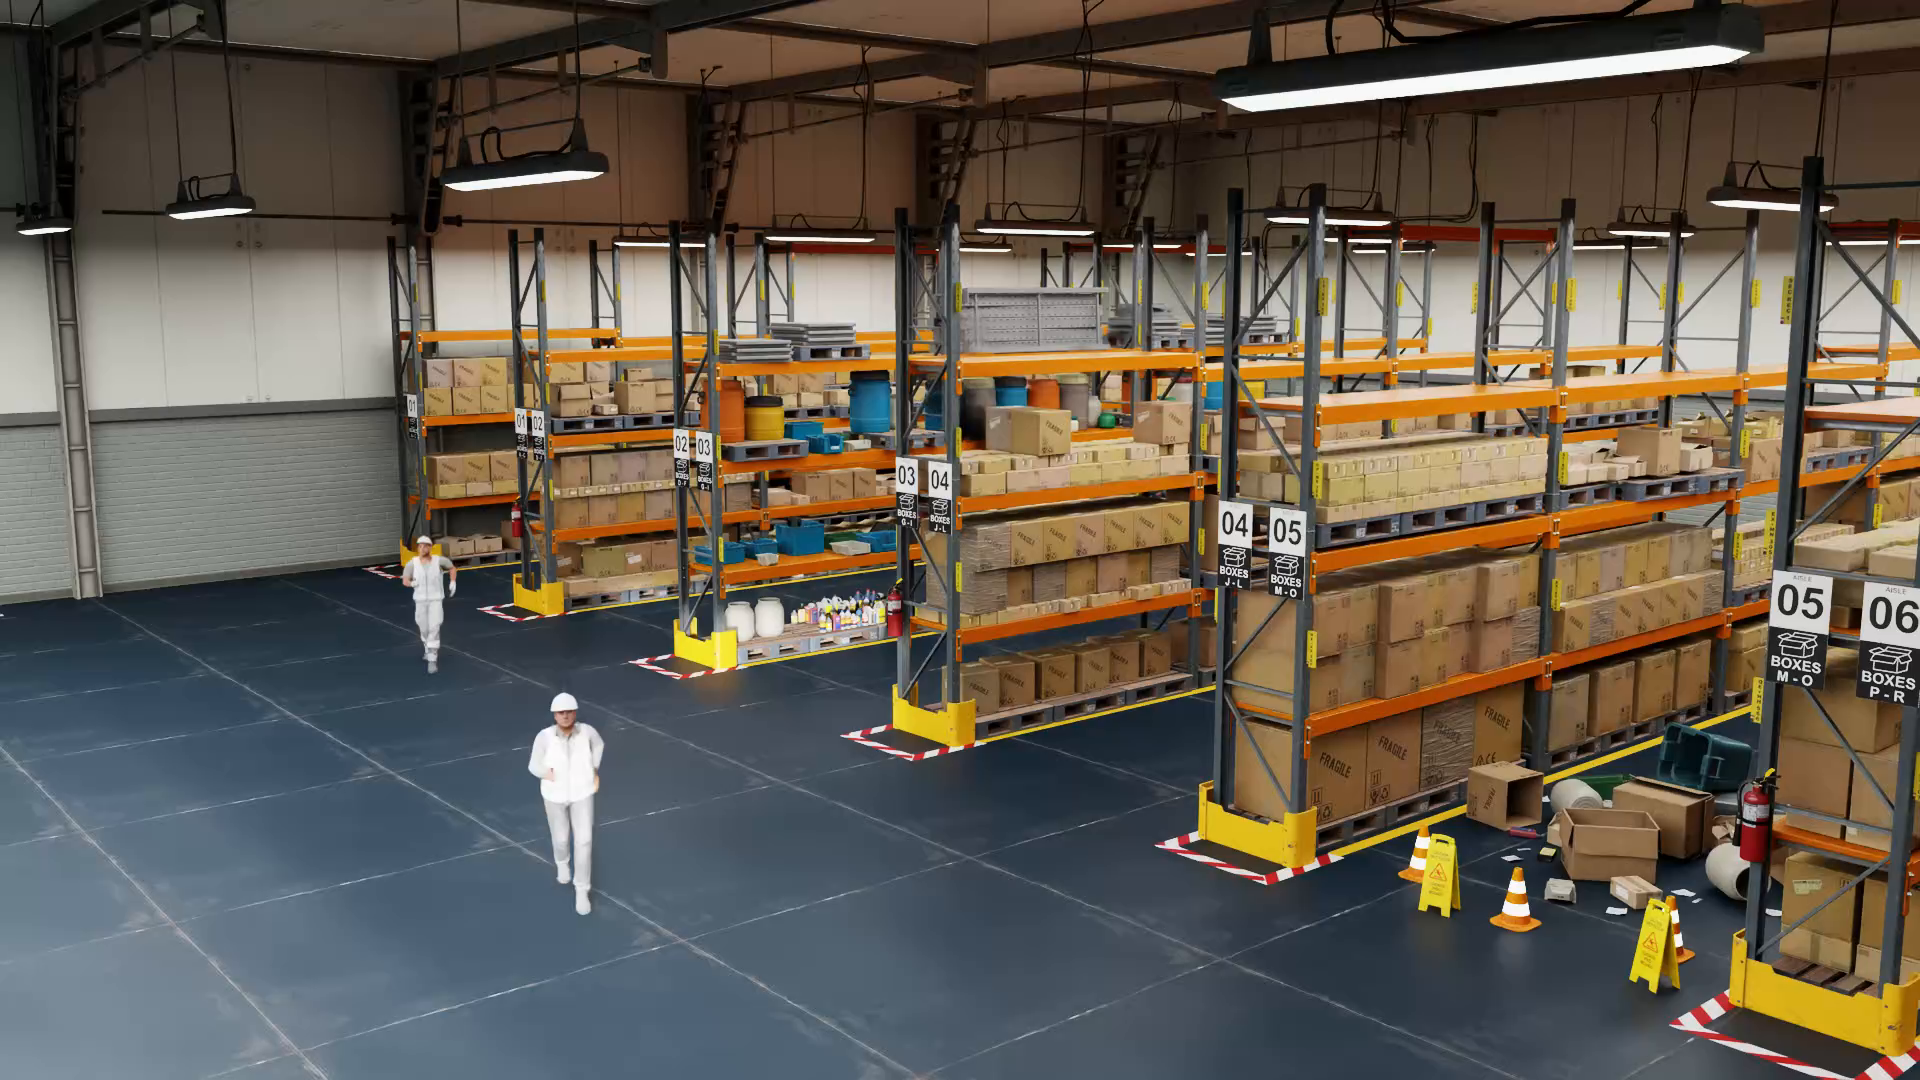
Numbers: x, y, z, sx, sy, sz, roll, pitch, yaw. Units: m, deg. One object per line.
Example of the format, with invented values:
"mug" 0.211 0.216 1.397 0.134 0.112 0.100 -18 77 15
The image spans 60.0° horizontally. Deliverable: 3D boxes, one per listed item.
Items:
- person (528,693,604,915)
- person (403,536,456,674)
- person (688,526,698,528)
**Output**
"person" -3.297 2.145 13.987 0.623 1.790 0.924 -2 9 -13
"person" -7.168 0.831 22.439 0.668 1.775 0.992 -1 9 -8
"person" -4.782 -0.332 30.243 0.754 1.730 0.713 -8 12 -41
